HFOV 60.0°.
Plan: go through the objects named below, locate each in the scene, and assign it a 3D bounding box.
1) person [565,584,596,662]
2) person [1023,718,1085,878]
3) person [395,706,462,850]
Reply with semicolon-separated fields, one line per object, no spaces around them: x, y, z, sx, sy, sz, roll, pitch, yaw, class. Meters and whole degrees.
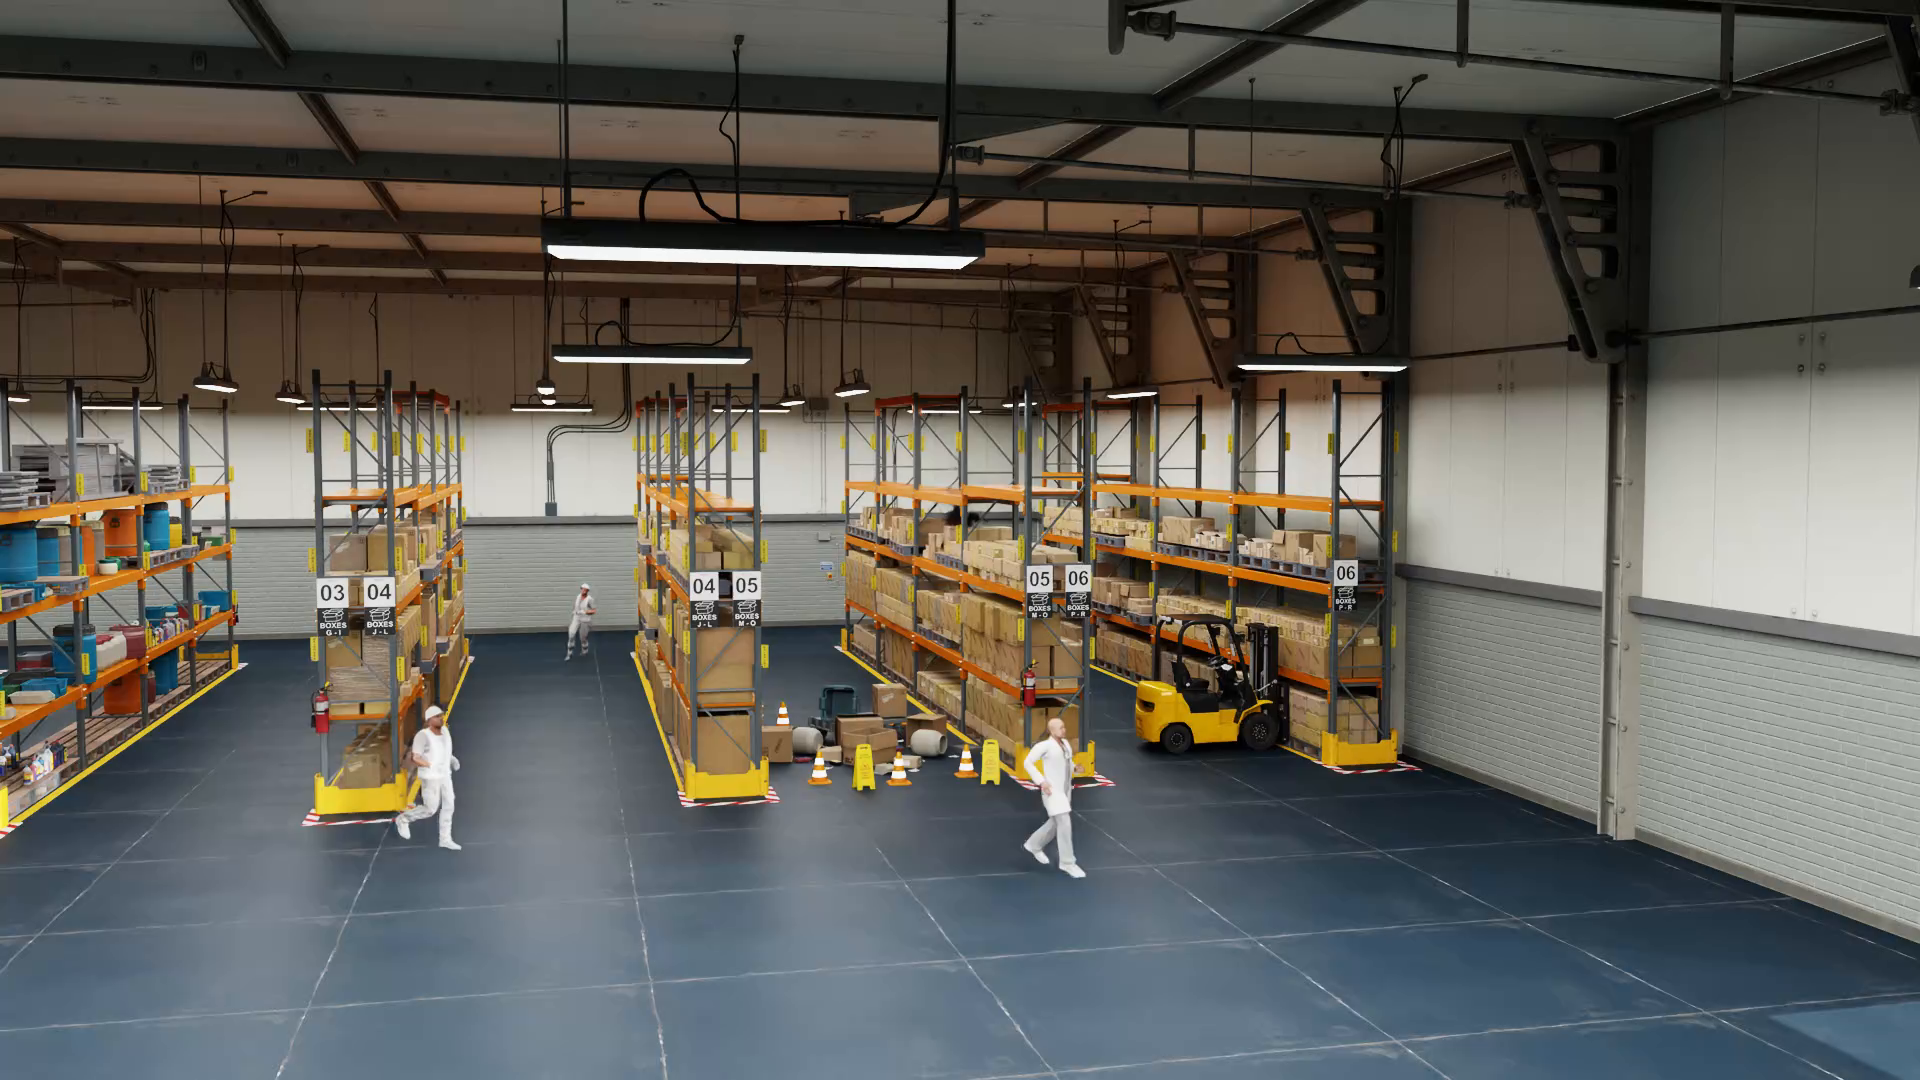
-8.738;1.883;38.430;0.698;1.760;0.907;1;3;13;person
1.107;2.981;19.463;0.918;1.805;0.667;2;4;35;person
-6.564;2.941;20.645;0.854;1.779;0.689;1;4;21;person
